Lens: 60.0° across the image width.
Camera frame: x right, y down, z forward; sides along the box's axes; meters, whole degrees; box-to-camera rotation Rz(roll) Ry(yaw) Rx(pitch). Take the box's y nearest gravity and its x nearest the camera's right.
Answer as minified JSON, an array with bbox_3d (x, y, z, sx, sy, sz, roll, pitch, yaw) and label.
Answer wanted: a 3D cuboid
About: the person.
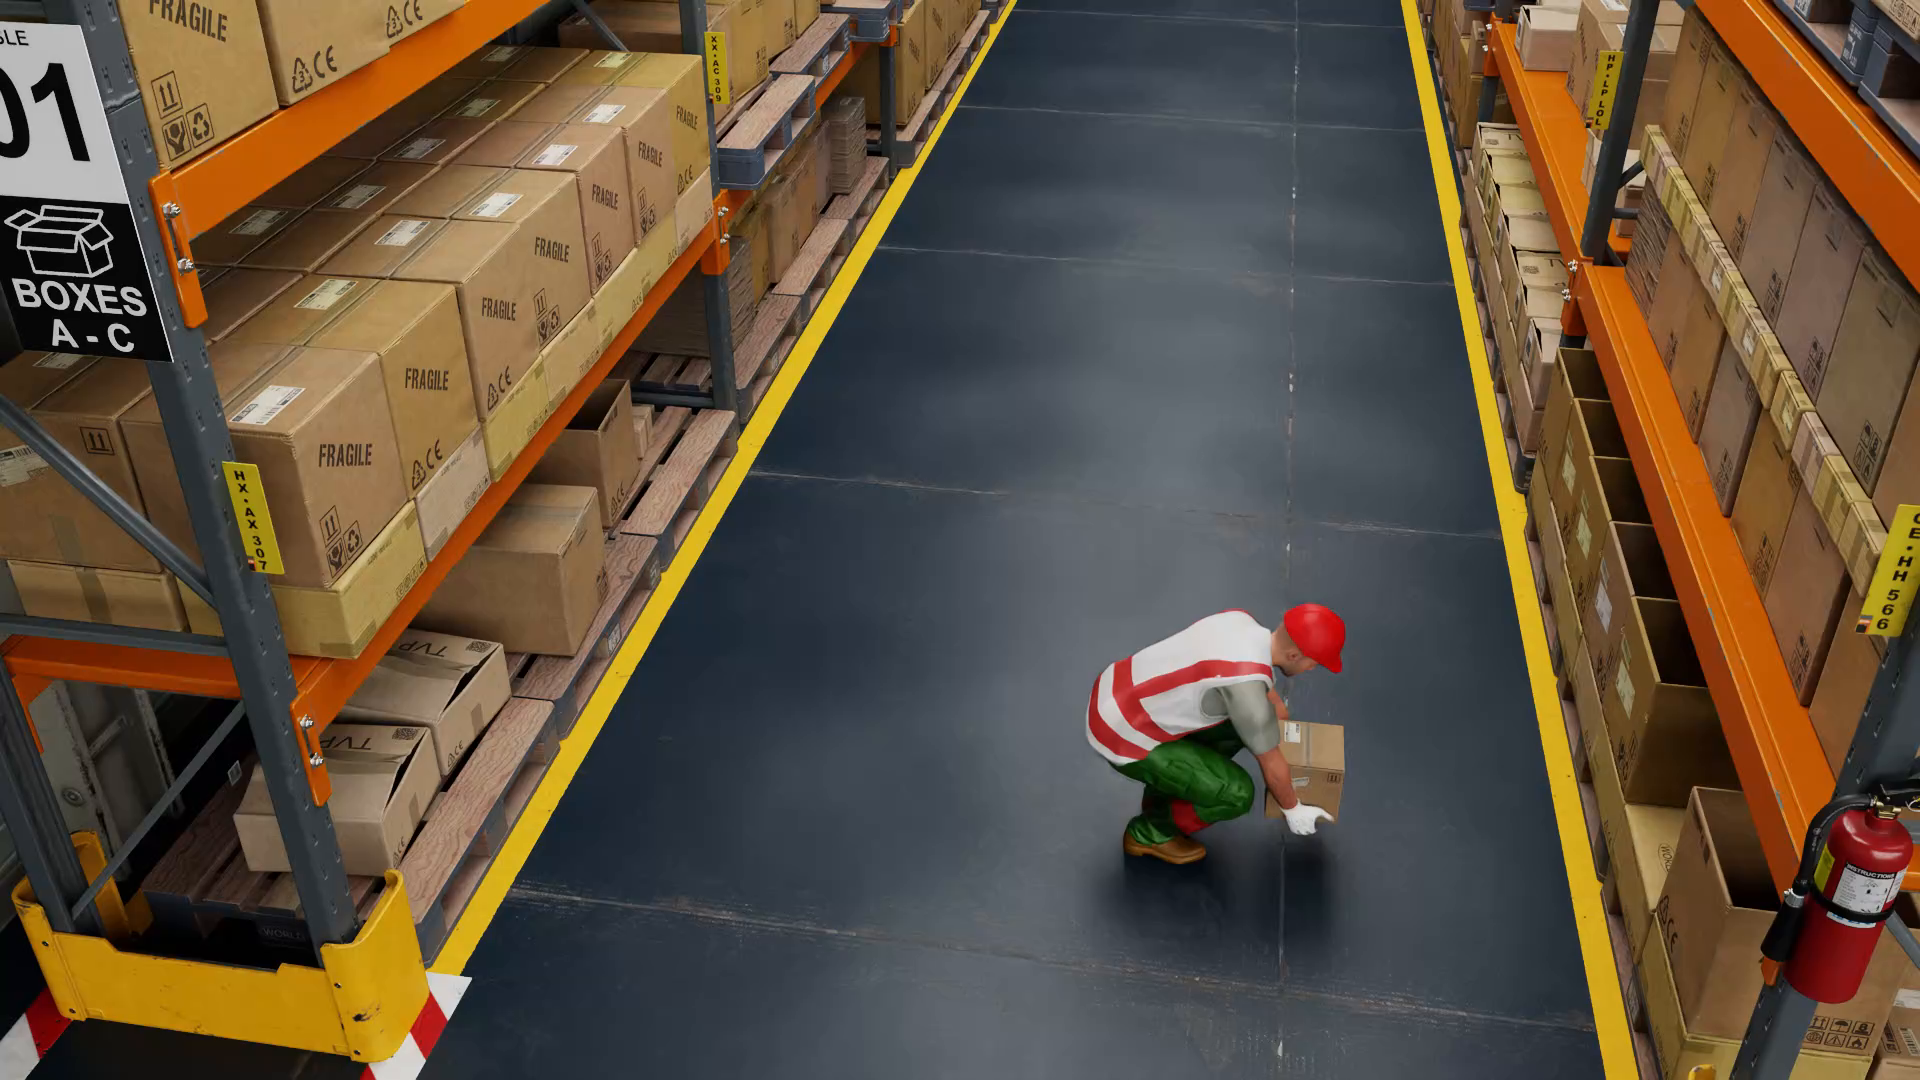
[{"bbox_3d":[0.891,0.644,5.841,0.895,0.997,0.542,5,32,7],"label":"person"}]
